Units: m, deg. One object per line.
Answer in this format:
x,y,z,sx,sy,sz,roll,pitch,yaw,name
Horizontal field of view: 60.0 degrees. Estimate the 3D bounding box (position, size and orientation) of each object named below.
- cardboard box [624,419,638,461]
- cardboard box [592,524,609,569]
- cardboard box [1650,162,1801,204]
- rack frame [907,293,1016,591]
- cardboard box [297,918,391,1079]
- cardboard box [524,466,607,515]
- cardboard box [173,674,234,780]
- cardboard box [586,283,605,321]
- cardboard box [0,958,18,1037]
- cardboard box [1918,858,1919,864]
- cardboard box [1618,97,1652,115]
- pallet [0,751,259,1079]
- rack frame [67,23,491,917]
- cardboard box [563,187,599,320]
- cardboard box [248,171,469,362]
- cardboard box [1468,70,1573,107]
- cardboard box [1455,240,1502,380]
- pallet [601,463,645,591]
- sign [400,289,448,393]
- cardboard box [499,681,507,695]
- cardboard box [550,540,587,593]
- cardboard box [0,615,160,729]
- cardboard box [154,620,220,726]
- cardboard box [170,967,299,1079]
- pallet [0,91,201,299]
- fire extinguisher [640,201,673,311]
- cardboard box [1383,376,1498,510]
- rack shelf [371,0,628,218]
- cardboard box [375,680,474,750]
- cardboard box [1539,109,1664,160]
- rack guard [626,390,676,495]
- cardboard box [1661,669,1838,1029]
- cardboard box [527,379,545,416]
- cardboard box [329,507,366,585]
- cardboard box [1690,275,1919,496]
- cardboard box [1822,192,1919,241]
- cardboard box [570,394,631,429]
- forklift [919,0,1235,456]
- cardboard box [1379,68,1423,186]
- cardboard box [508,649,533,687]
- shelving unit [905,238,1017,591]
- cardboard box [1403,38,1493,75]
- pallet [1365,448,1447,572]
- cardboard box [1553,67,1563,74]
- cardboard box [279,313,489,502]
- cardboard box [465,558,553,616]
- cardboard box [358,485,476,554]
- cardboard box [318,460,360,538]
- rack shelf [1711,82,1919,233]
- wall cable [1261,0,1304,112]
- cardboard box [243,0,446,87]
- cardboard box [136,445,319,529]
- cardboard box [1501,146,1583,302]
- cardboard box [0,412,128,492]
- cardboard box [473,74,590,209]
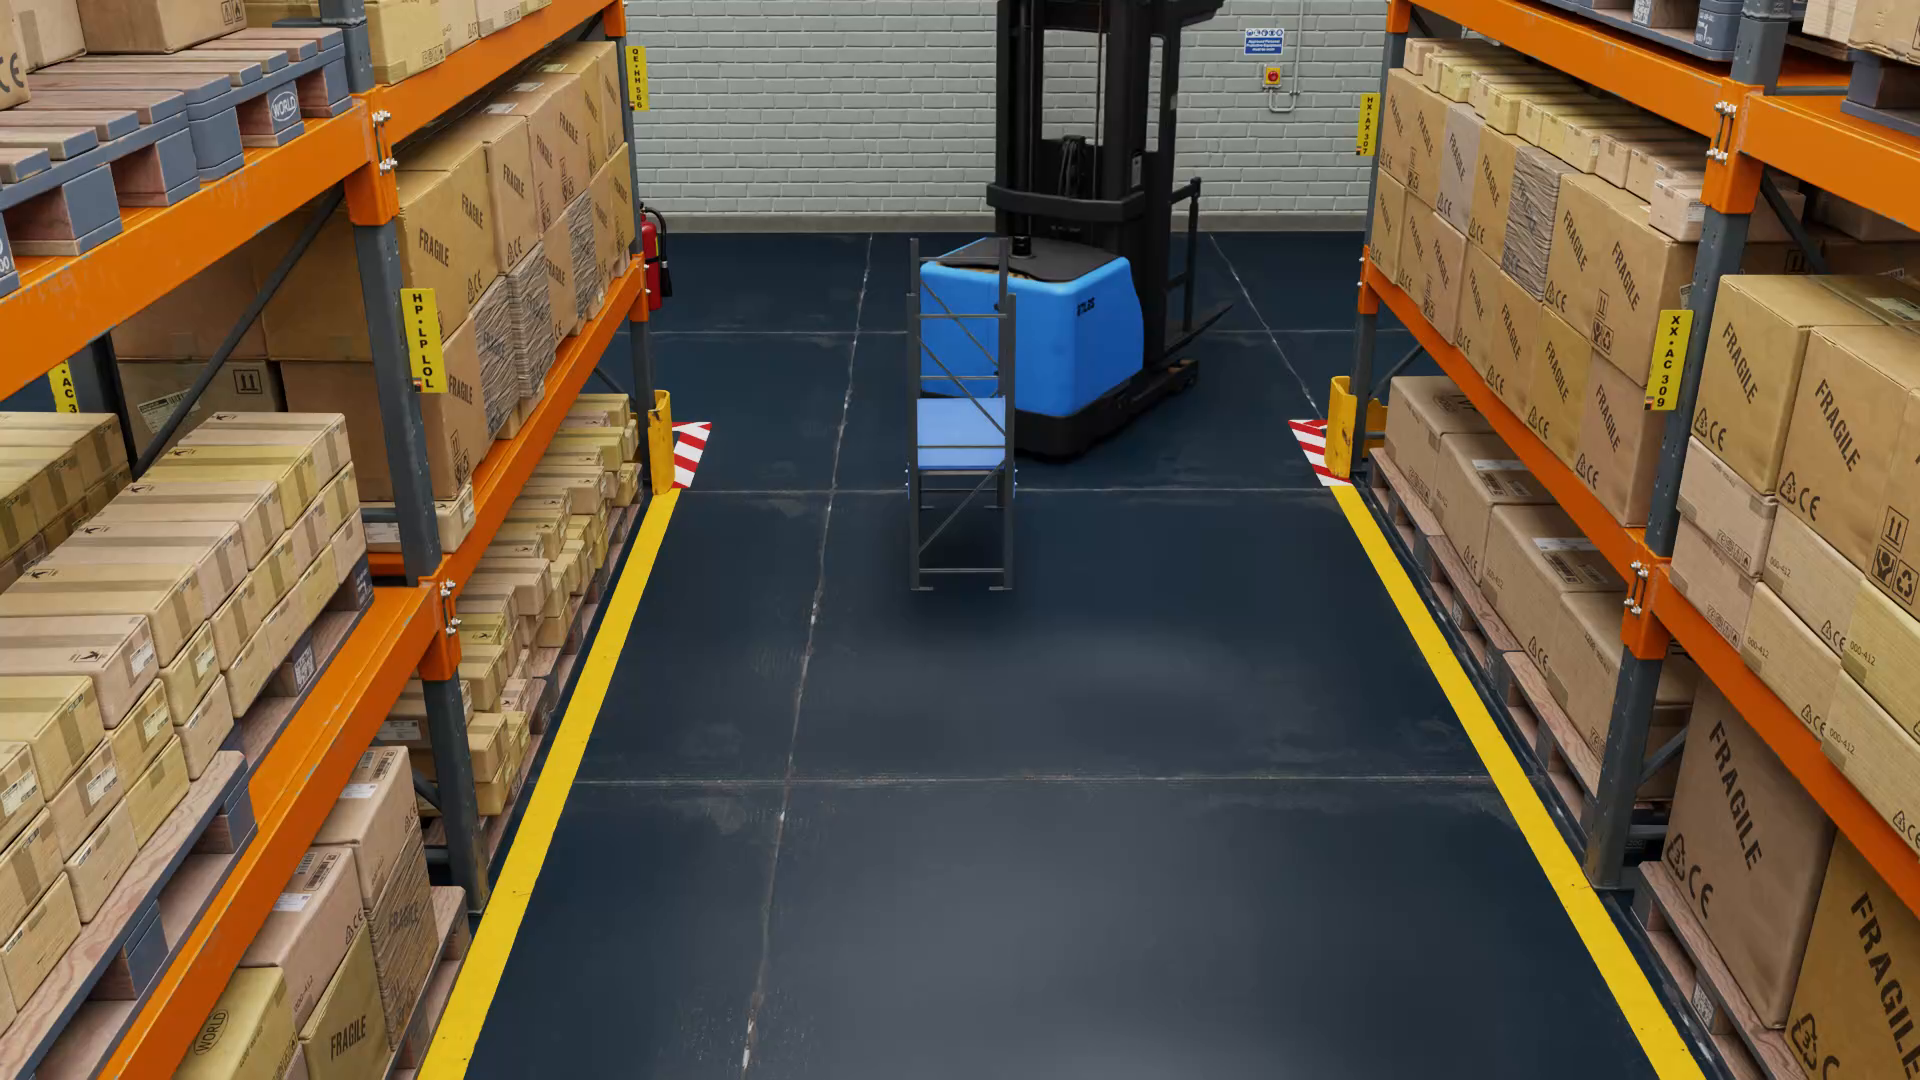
-1.930,-0.530,8.871,0.380,0.149,0.250,-1,24,-2,cardboard box
-1.904,0.027,8.001,0.380,0.149,0.250,-1,24,-3,cardboard box
2.556,-1.165,5.564,0.380,0.149,0.250,0,24,1,cardboard box
0.006,-0.439,7.900,0.500,1.500,0.032,0,24,-1,rack frame
-1.912,1.393,4.554,0.500,0.500,0.500,-1,24,-2,cardboard box
-1.888,-0.237,7.863,0.380,0.149,0.250,1,24,1,cardboard box
-1.959,0.444,3.924,0.380,0.149,0.250,-1,24,-3,cardboard box
-1.926,-1.160,7.979,0.380,0.149,0.250,0,24,1,cardboard box
-1.953,0.874,2.974,0.380,0.149,0.250,1,24,1,cardboard box
2.505,0.748,3.639,0.500,0.250,0.500,-1,24,-1,cardboard box
2.985,-1.798,6.964,0.380,0.149,0.250,1,24,1,cardboard box
-2.196,0.850,3.463,1.003,0.211,1.213,0,24,-1,pallet
-2.177,-0.070,5.265,1.000,3.000,0.127,0,24,-1,rack frame
-1.943,-1.294,7.489,0.500,0.500,0.500,0,24,0,cardboard box
-1.938,-0.894,5.390,0.500,0.500,0.500,0,24,1,cardboard box
2.494,-2.000,7.409,0.380,0.149,0.250,0,24,0,cardboard box
2.489,-1.004,7.209,0.500,0.500,0.500,1,24,1,cardboard box
-2.246,-0.081,8.674,1.003,0.211,1.213,0,24,-1,pallet
-1.622,-0.601,5.035,0.100,0.325,0.005,0,24,-1,sign
-1.992,0.547,6.489,0.380,0.149,0.250,0,24,-1,cardboard box
-1.889,0.117,7.441,0.380,0.149,0.250,0,24,0,cardboard box
-1.964,0.284,3.556,0.380,0.149,0.250,-1,24,-3,cardboard box
-1.963,0.311,3.856,0.380,0.149,0.250,-1,24,-3,cardboard box
-1.904,1.271,3.913,0.500,0.250,0.500,-1,24,-3,cardboard box
-2.263,-0.669,3.177,1.213,0.211,1.003,0,24,-1,pallet
-1.762,-1.619,9.236,0.296,0.674,0.183,0,24,-1,fire extinguisher
2.835,-0.534,8.891,0.875,0.438,0.875,-1,24,-2,cardboard box
-2.199,-1.933,6.617,1.077,0.370,4.000,0,24,-1,rack shelf
-1.974,0.624,5.959,0.380,0.149,0.250,1,24,2,cardboard box
2.499,-1.583,6.488,0.380,0.149,0.250,-1,24,-2,cardboard box
-2.220,-0.548,9.355,1.175,0.500,0.348,0,24,-1,rack guard
2.858,0.898,5.193,0.875,0.875,0.875,0,24,1,cardboard box
-1.916,-0.616,6.777,0.380,0.149,0.250,1,24,2,cardboard box
-1.975,0.016,4.870,0.380,0.149,0.250,-1,24,-2,cardboard box
2.489,-0.452,4.775,0.500,0.500,0.500,0,24,0,cardboard box
3.028,-1.062,5.336,0.380,0.149,0.250,-1,24,-1,cardboard box
-1.962,-0.665,8.807,0.380,0.149,0.250,0,24,0,cardboard box
0.929,-2.388,10.473,1.130,2.935,3.031,14,28,28,forklift
2.448,-2.084,8.383,0.500,0.500,0.500,-1,24,-2,cardboard box
-1.970,0.570,6.800,0.380,0.149,0.250,-1,24,-2,cardboard box
0.001,-0.648,8.363,0.538,1.500,1.048,0,24,-1,shelving unit
2.455,-2.431,8.364,0.380,0.149,0.250,0,24,1,cardboard box
2.815,-0.182,8.897,1.003,0.211,1.213,0,24,-1,pallet
3.046,-2.221,7.900,0.380,0.149,0.250,0,24,-1,cardboard box
-1.931,-0.456,5.636,0.500,0.500,0.500,-1,24,-2,cardboard box
-1.916,0.193,6.910,0.380,0.149,0.250,0,24,1,cardboard box
-1.853,-0.074,5.578,0.380,0.149,0.250,1,24,1,cardboard box
-1.975,-0.119,4.808,0.380,0.149,0.250,0,24,1,cardboard box
2.793,-0.349,3.114,1.077,0.370,4.000,0,24,-1,rack shelf
2.643,-4.583,13.971,0.585,1.953,0.123,0,24,-1,wall cable
-1.918,-1.560,5.102,0.500,0.250,0.500,1,24,2,cardboard box
-1.974,-0.143,4.499,0.380,0.149,0.250,-1,24,-2,cardboard box
2.478,-1.247,6.532,0.500,0.500,0.500,0,24,0,cardboard box
-2.633,-0.253,4.744,0.380,0.149,0.250,1,24,2,cardboard box
-1.947,-1.744,7.271,0.500,0.500,0.500,1,24,2,cardboard box
